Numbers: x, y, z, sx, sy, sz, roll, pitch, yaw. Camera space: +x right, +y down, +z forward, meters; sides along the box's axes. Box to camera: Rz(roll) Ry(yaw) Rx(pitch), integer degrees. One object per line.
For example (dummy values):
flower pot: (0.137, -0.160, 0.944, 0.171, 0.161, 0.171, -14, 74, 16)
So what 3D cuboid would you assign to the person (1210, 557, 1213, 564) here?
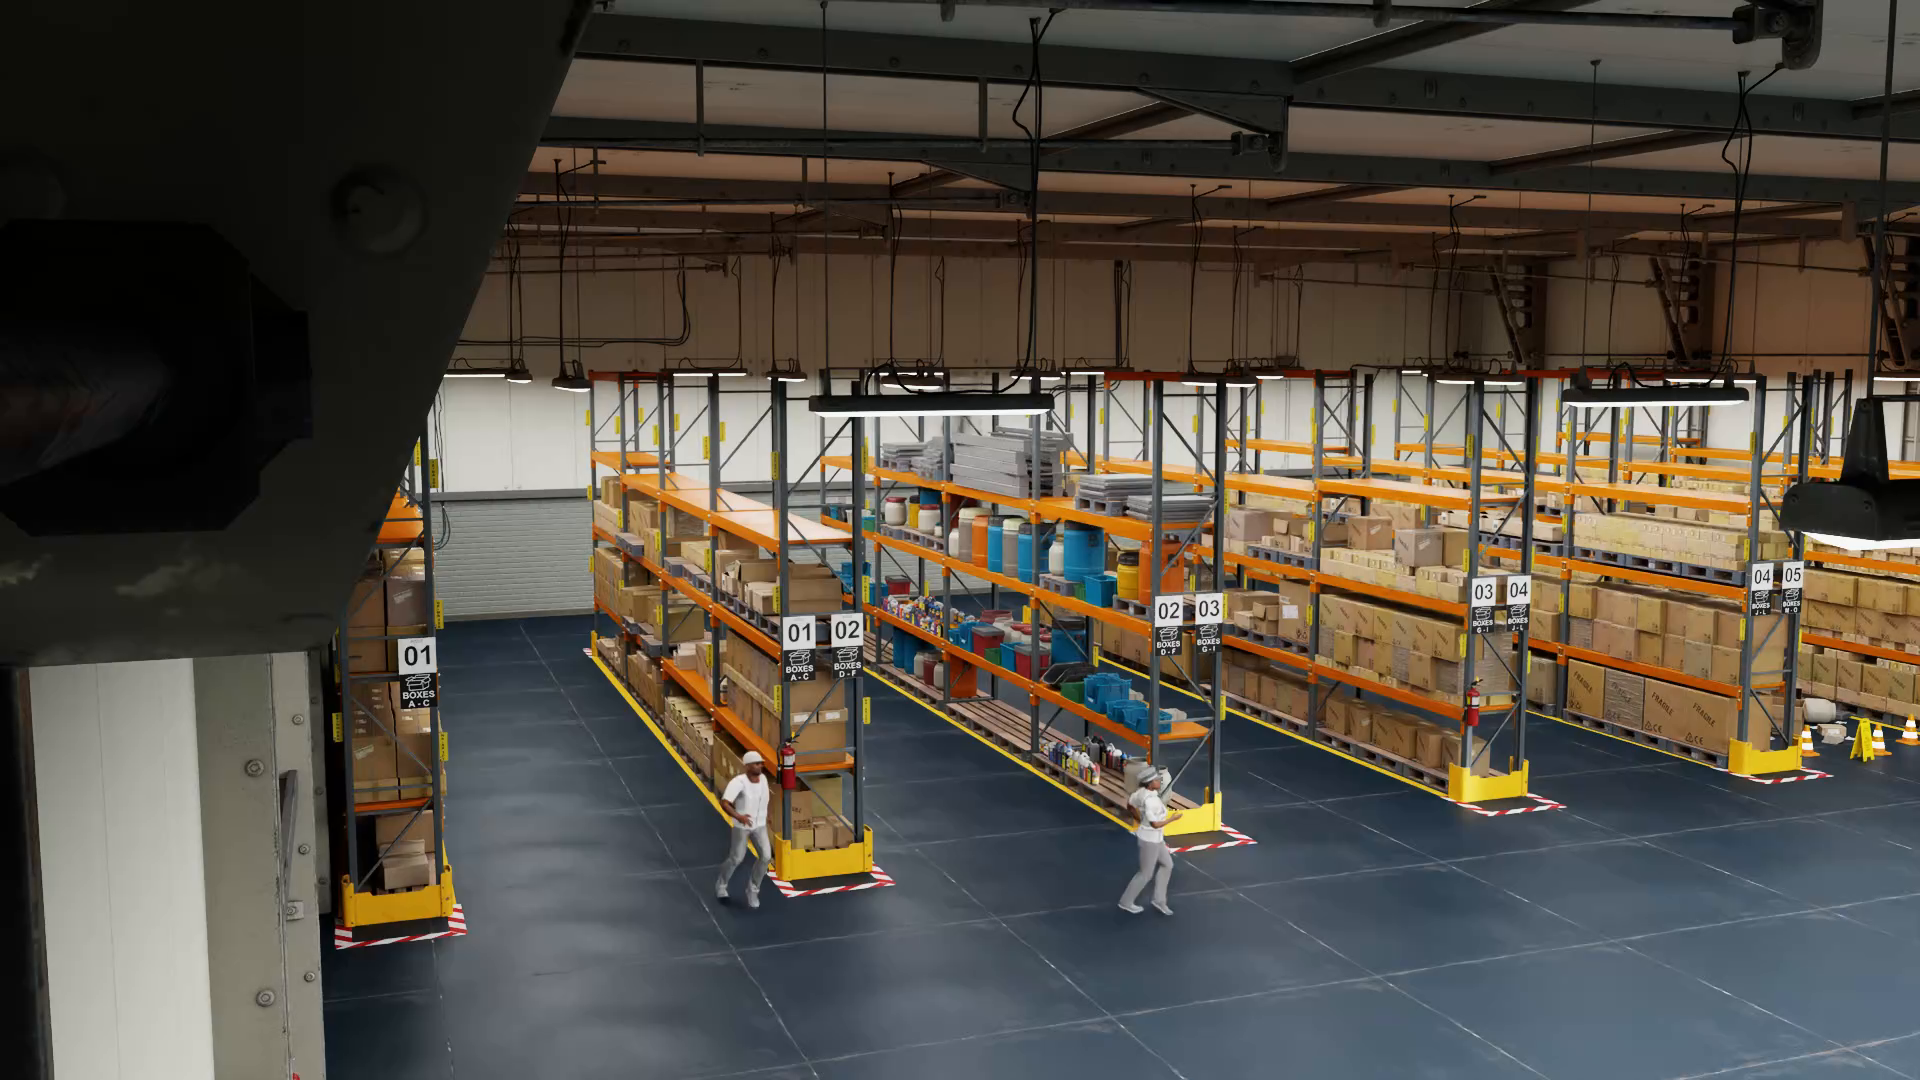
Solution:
person: (6.332, 0.855, 41.523, 0.683, 1.775, 0.751, 2, 7, 16)

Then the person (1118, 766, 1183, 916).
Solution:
person: (2.143, 3.408, 18.718, 0.714, 1.757, 0.556, 0, 6, 3)

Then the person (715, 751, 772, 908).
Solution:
person: (-2.437, 3.330, 19.285, 0.761, 1.781, 0.684, -6, 9, -41)
